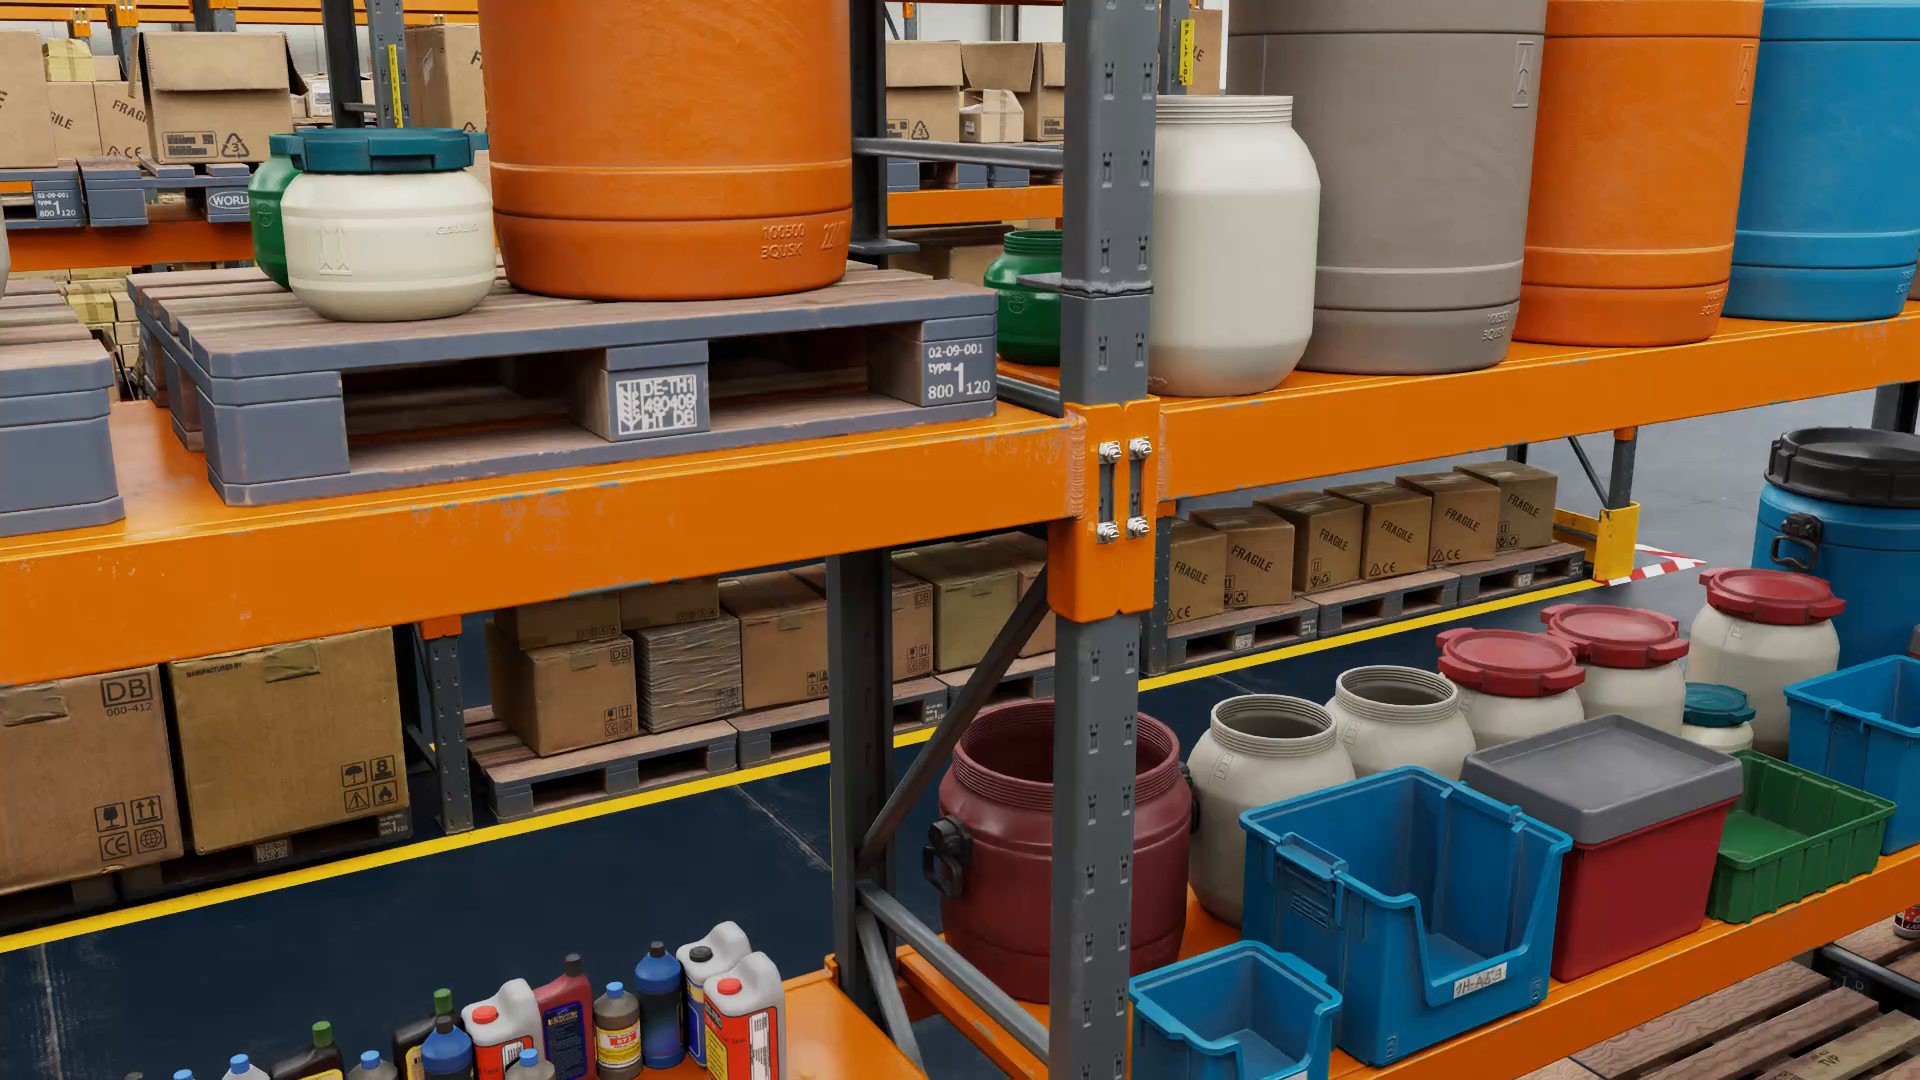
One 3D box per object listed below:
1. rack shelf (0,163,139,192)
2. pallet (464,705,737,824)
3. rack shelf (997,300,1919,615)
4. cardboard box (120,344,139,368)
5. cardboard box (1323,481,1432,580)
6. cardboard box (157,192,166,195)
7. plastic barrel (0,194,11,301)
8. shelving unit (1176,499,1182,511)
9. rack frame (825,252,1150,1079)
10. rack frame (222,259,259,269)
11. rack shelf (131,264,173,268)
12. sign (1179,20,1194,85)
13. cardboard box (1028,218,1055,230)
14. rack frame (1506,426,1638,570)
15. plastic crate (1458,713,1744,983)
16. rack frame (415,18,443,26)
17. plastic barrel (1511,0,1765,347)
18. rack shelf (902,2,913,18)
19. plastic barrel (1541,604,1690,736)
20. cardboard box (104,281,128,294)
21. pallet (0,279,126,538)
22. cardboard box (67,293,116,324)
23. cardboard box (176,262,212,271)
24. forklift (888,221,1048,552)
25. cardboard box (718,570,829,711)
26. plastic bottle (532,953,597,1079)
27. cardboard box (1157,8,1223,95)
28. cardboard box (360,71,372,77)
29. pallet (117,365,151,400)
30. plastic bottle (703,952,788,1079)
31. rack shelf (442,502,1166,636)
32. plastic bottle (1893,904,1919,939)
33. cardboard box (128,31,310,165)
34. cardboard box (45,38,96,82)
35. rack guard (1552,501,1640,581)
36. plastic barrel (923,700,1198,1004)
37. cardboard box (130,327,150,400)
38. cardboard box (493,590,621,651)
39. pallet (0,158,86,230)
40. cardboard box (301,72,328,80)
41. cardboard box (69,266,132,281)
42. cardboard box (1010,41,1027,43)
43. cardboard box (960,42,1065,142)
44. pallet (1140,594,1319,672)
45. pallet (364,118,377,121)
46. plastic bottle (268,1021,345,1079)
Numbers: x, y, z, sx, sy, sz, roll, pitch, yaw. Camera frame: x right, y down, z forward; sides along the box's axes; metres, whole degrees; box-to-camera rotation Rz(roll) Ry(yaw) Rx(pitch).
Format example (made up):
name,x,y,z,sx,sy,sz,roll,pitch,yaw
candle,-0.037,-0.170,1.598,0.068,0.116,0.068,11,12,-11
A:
name,x,y,z,sx,sy,sz,roll,pitch,yaw
rack shelf,-6.725,-2.196,10.463,4.000,0.370,1.077,-9,18,-30
pallet,-1.872,1.020,8.381,1.213,0.211,1.003,-9,18,-30
rack shelf,1.722,-0.445,4.214,4.000,0.370,1.077,-9,18,-30
cardboard box,-5.411,-1.249,10.994,0.250,0.149,0.380,-9,18,-30
cardboard box,2.729,-0.069,10.951,0.500,0.500,0.500,-7,17,-25
cardboard box,-9.865,-4.170,20.342,0.250,0.149,0.380,-9,18,-28
plastic barrel,-1.434,-0.499,2.047,0.433,0.535,0.433,0,16,0
shelving unit,1.191,-0.939,12.980,1.048,1.500,0.538,-10,19,-32
rack frame,0.008,0.931,3.530,0.127,3.000,1.000,-9,18,-30
rack frame,-5.011,-1.376,11.762,0.127,3.000,1.000,-9,18,-30
rack shelf,-8.492,-3.587,20.982,4.000,0.370,1.077,-9,18,-30
sign,1.175,-2.526,8.618,0.005,0.325,0.100,-9,18,-30
cardboard box,0.535,-2.894,14.897,0.550,0.550,0.875,-9,18,-30
rack frame,4.314,-1.327,11.585,0.127,3.000,1.000,-9,18,-30
plastic crate,1.551,0.747,4.070,0.583,0.464,0.402,-9,18,-30
rack frame,-6.777,-7.100,21.067,0.127,3.000,1.000,-9,18,-30
plastic barrel,1.384,-0.875,3.620,0.708,0.830,0.600,-9,18,-30
rack shelf,-2.504,-5.882,18.061,4.000,0.370,1.077,-9,18,-30
plastic barrel,1.875,0.494,4.838,0.433,0.535,0.433,0,16,0
cardboard box,-5.736,-1.687,11.454,0.250,0.149,0.380,-10,18,-31
pallet,-1.829,-0.156,2.202,1.213,0.211,1.003,-9,18,-30
cardboard box,-5.636,-1.499,10.785,0.250,0.149,0.380,-9,18,-28
cardboard box,-7.272,-2.591,15.783,0.250,0.149,0.380,-10,19,-33
forklift,-0.521,-1.318,11.682,3.031,2.935,1.130,-10,19,-32
cardboard box,-1.028,0.519,8.818,0.500,0.500,0.700,-8,17,-25
plastic bottle,-0.835,1.008,3.473,0.133,0.283,0.061,-9,18,-30
cardboard box,1.140,-2.769,9.510,0.500,0.500,0.500,-10,18,-31
cardboard box,-4.269,-3.243,12.065,0.500,0.311,0.500,-9,18,-30
pallet,-5.567,-1.160,11.347,1.003,0.211,1.213,-9,18,-30
plastic bottle,-0.451,1.012,3.474,0.135,0.276,0.152,-9,18,-30
rack shelf,-0.829,-0.146,8.707,4.000,0.370,1.077,-9,18,-30
plastic bottle,3.587,1.388,6.269,0.097,0.201,0.097,0,16,0
cardboard box,-3.029,-1.809,6.781,0.637,0.503,0.797,-8,18,-26
cardboard box,-5.656,-3.046,10.559,0.258,0.266,0.396,-9,18,-30
rack guard,4.249,-0.113,11.885,0.348,0.500,1.175,-9,18,-30
plastic barrel,0.250,0.731,3.992,0.708,0.536,0.600,-9,18,-30
cardboard box,-3.178,-0.648,7.120,0.637,0.503,0.797,-9,18,-28
cardboard box,-1.984,0.316,8.152,0.500,0.250,0.500,-8,18,-27
pallet,-4.025,-1.310,6.319,1.213,0.211,1.003,-8,18,-27
cardboard box,-7.930,-5.600,20.473,0.500,0.311,0.500,-10,18,-32
cardboard box,-7.931,-2.550,15.301,0.500,0.250,0.500,-9,18,-30
cardboard box,0.425,-4.109,13.977,0.250,0.149,0.380,-9,18,-29
cardboard box,0.432,-2.425,8.975,0.637,0.503,0.797,-10,19,-32
pallet,1.443,0.470,10.340,1.213,0.211,1.003,-9,18,-30
pallet,-5.689,-4.211,16.667,1.003,0.211,1.213,-9,18,-30
plastic bottle,-1.262,1.077,3.226,0.133,0.283,0.061,-9,18,-30
